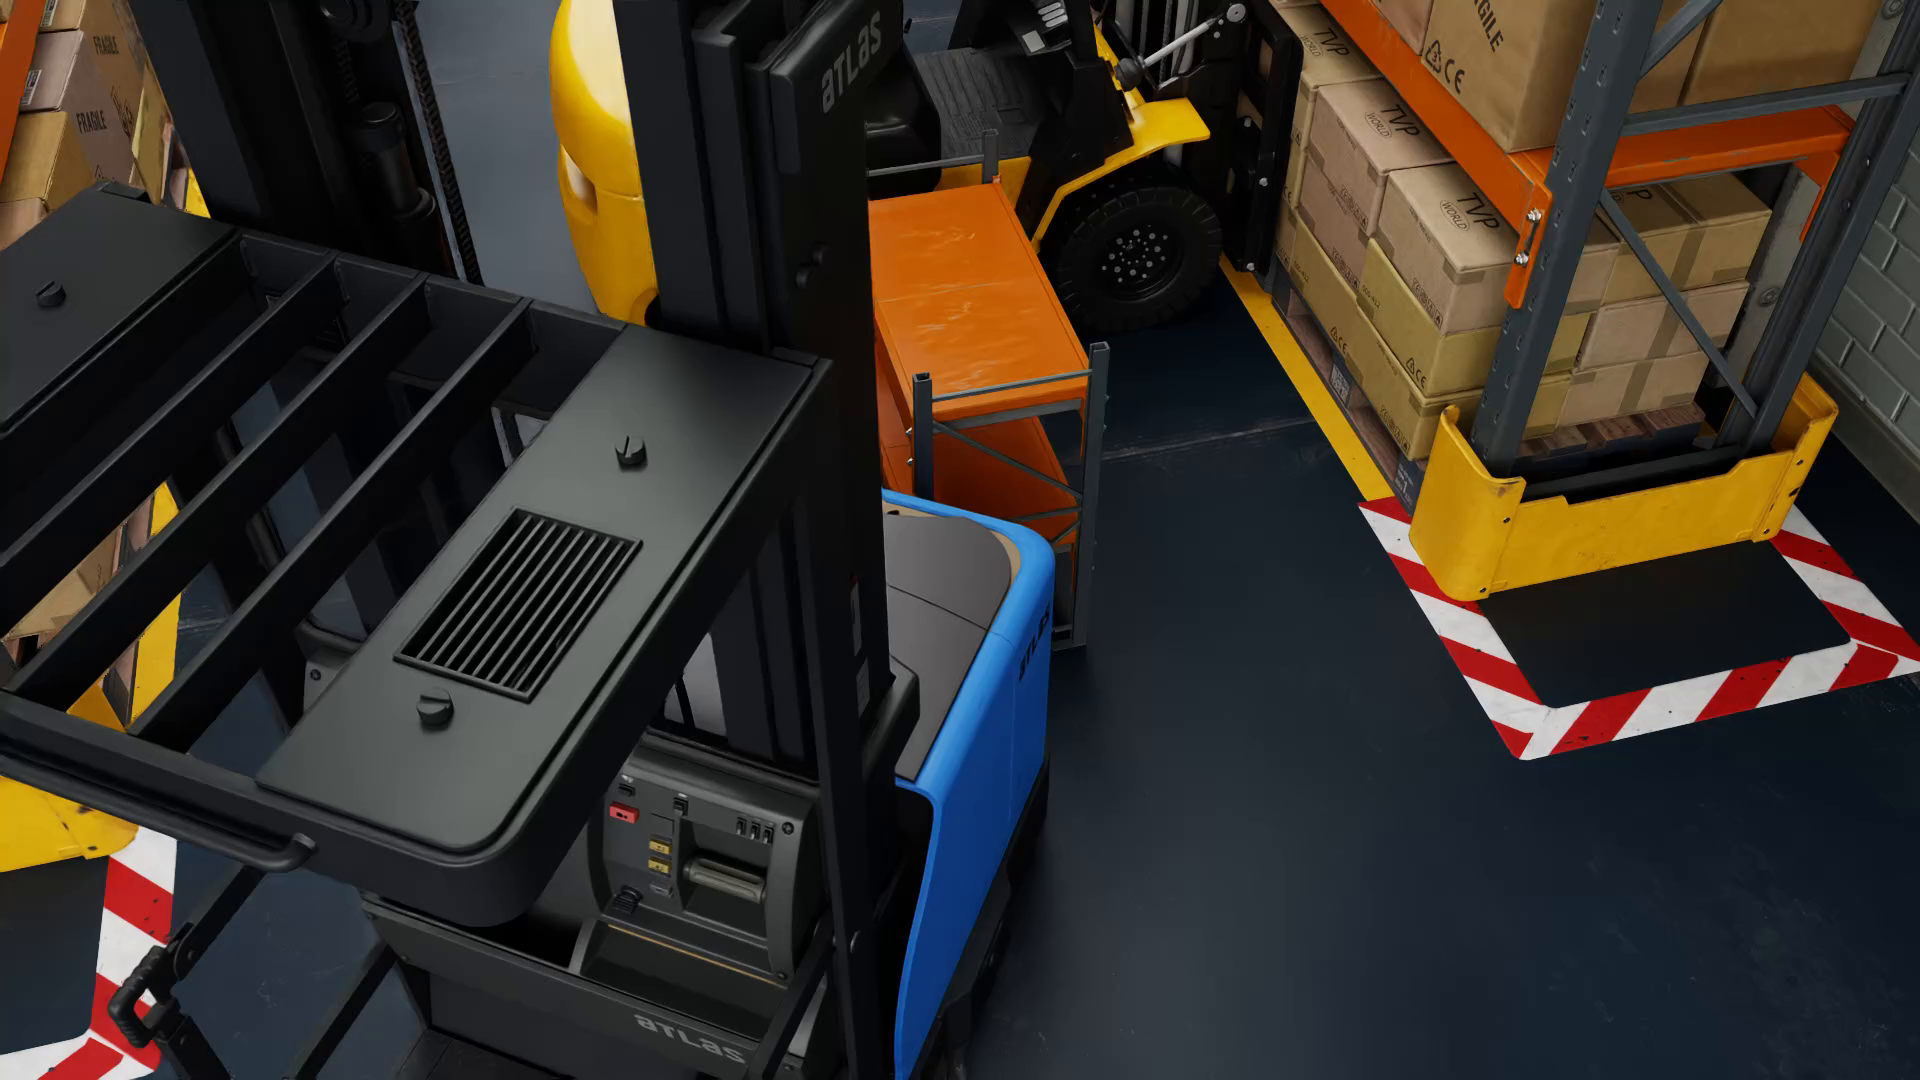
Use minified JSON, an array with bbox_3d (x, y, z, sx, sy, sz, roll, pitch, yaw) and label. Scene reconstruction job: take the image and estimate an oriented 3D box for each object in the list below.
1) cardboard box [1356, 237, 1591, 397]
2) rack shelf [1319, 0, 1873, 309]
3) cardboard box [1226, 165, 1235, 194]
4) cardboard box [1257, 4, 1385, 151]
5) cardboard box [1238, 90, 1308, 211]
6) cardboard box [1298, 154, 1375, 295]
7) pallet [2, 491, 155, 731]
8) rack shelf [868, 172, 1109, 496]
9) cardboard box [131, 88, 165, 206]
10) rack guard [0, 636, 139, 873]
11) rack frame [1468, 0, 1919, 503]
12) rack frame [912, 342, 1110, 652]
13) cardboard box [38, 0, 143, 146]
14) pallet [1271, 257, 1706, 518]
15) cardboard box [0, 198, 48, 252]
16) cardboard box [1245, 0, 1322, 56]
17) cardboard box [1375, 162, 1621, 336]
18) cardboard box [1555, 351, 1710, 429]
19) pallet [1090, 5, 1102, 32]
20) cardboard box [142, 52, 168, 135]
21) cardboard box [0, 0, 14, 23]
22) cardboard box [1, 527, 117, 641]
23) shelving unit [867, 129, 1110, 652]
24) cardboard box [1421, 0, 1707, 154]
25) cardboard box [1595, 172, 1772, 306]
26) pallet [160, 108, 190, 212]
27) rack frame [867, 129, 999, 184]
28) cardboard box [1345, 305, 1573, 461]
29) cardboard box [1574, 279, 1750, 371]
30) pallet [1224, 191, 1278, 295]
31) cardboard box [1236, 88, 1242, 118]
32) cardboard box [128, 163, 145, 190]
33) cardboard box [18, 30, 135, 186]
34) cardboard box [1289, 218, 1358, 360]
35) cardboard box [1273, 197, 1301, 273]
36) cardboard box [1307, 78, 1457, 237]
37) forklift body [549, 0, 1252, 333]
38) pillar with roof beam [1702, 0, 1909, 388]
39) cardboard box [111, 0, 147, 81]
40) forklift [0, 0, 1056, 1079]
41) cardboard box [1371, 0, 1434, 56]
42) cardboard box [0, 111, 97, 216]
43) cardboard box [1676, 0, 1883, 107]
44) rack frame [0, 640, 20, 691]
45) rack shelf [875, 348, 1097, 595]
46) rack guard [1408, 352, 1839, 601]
[{"bbox_3d":[1.579,-0.733,5.149,0.500,0.250,0.500,-11,47,-11],"label":"cardboard box"},{"bbox_3d":[1.494,-2.223,5.832,1.077,0.370,4.000,-11,47,-10],"label":"rack shelf"},{"bbox_3d":[1.188,-1.592,6.341,0.500,0.250,0.500,-9,46,-9],"label":"cardboard box"},{"bbox_3d":[1.312,-1.588,5.637,0.500,0.250,0.500,-10,46,-10],"label":"cardboard box"},{"bbox_3d":[1.309,-1.434,5.836,0.500,0.250,0.500,-12,47,-11],"label":"cardboard box"},{"bbox_3d":[1.462,-1.081,5.490,0.500,0.250,0.500,-11,47,-11],"label":"cardboard box"},{"bbox_3d":[-2.984,0.172,4.934,1.003,0.211,1.213,-11,47,-10],"label":"pallet"},{"bbox_3d":[-0.002,-0.603,4.644,0.538,0.278,1.000,-11,47,-10],"label":"rack shelf"},{"bbox_3d":[-3.258,-1.406,6.158,0.500,0.250,0.500,-12,47,-11],"label":"cardboard box"},{"bbox_3d":[-2.811,0.638,4.274,1.175,0.500,0.348,-11,47,-10],"label":"rack guard"},{"bbox_3d":[2.006,-1.094,4.222,1.000,3.000,0.127,-11,47,-10],"label":"rack frame"},{"bbox_3d":[0.128,-0.047,4.509,0.500,1.125,0.032,-11,47,-10],"label":"rack frame"},{"bbox_3d":[-3.272,-1.683,5.905,0.500,0.500,0.500,-10,46,-10],"label":"cardboard box"},{"bbox_3d":[1.770,-0.639,5.728,1.003,0.211,1.213,-11,47,-10],"label":"pallet"},{"bbox_3d":[-2.875,-0.615,4.859,0.500,0.500,0.500,-12,47,-12],"label":"cardboard box"},{"bbox_3d":[1.189,-1.939,5.981,0.500,0.250,0.500,-12,47,-11],"label":"cardboard box"},{"bbox_3d":[1.587,-0.890,4.953,0.500,0.250,0.500,-9,46,-9],"label":"cardboard box"},{"bbox_3d":[2.070,-0.654,5.422,0.500,0.250,0.500,-11,47,-10],"label":"cardboard box"},{"bbox_3d":[1.145,-2.323,7.379,1.003,0.211,1.213,-11,47,-10],"label":"pallet"},{"bbox_3d":[-3.404,-1.771,6.517,0.500,0.250,0.500,-9,46,-9],"label":"cardboard box"},{"bbox_3d":[-3.037,-1.638,4.931,0.380,0.149,0.250,-10,46,-10],"label":"cardboard box"},{"bbox_3d":[-2.730,0.024,4.758,0.500,0.250,0.500,-11,47,-11],"label":"cardboard box"},{"bbox_3d":[-0.002,-0.398,4.853,0.538,1.125,1.048,-11,47,-10],"label":"shelving unit"},{"bbox_3d":[1.626,-1.421,4.472,0.500,0.500,0.500,-12,47,-11],"label":"cardboard box"},{"bbox_3d":[2.066,-0.995,5.056,0.500,0.250,0.500,-11,47,-11],"label":"cardboard box"},{"bbox_3d":[-3.609,-1.513,6.585,1.003,0.211,1.213,-11,47,-10],"label":"pallet"},{"bbox_3d":[-0.132,-0.749,5.197,0.500,1.125,0.032,-11,47,-10],"label":"rack frame"},{"bbox_3d":[1.581,-0.546,5.316,0.500,0.250,0.500,-10,46,-10],"label":"cardboard box"},{"bbox_3d":[2.087,-0.817,5.231,0.500,0.250,0.500,-10,46,-10],"label":"cardboard box"},{"bbox_3d":[1.461,-1.479,6.552,1.003,0.211,1.213,-11,47,-10],"label":"pallet"},{"bbox_3d":[1.184,-1.780,6.175,0.500,0.250,0.500,-11,47,-10],"label":"cardboard box"},{"bbox_3d":[-3.132,-1.054,5.814,0.500,0.250,0.500,-10,46,-10],"label":"cardboard box"},{"bbox_3d":[-3.141,-1.331,5.560,0.500,0.500,0.500,-8,46,-8],"label":"cardboard box"},{"bbox_3d":[1.462,-0.891,5.654,0.500,0.250,0.500,-11,47,-10],"label":"cardboard box"},{"bbox_3d":[1.343,-1.238,5.994,0.500,0.250,0.500,-10,46,-10],"label":"cardboard box"},{"bbox_3d":[1.450,-1.241,5.297,0.500,0.250,0.500,-10,46,-10],"label":"cardboard box"},{"bbox_3d":[-0.243,-1.773,5.482,2.313,2.155,1.214,-11,47,-10],"label":"forklift body"},{"bbox_3d":[-1.462,-3.053,1.941,9.100,9.000,0.400,-11,47,-10],"label":"pillar with roof beam"},{"bbox_3d":[-3.404,-2.033,6.249,0.500,0.500,0.500,-11,47,-11],"label":"cardboard box"},{"bbox_3d":[-0.763,0.573,2.637,1.130,2.935,3.031,15,47,14],"label":"forklift"},{"bbox_3d":[1.503,-1.781,4.825,0.500,0.500,0.500,-9,46,-9],"label":"cardboard box"},{"bbox_3d":[-2.995,-0.963,5.200,0.500,0.500,0.500,-10,46,-10],"label":"cardboard box"},{"bbox_3d":[2.148,-1.522,4.571,0.500,0.500,0.500,-9,46,-9],"label":"cardboard box"},{"bbox_3d":[-2.791,-0.184,3.330,1.000,3.000,0.127,-11,47,-10],"label":"rack frame"},{"bbox_3d":[-0.002,-0.227,5.027,0.538,0.278,1.000,-11,47,-10],"label":"rack shelf"},{"bbox_3d":[2.012,-0.203,5.099,1.175,0.500,0.348,-11,47,-10],"label":"rack guard"}]
